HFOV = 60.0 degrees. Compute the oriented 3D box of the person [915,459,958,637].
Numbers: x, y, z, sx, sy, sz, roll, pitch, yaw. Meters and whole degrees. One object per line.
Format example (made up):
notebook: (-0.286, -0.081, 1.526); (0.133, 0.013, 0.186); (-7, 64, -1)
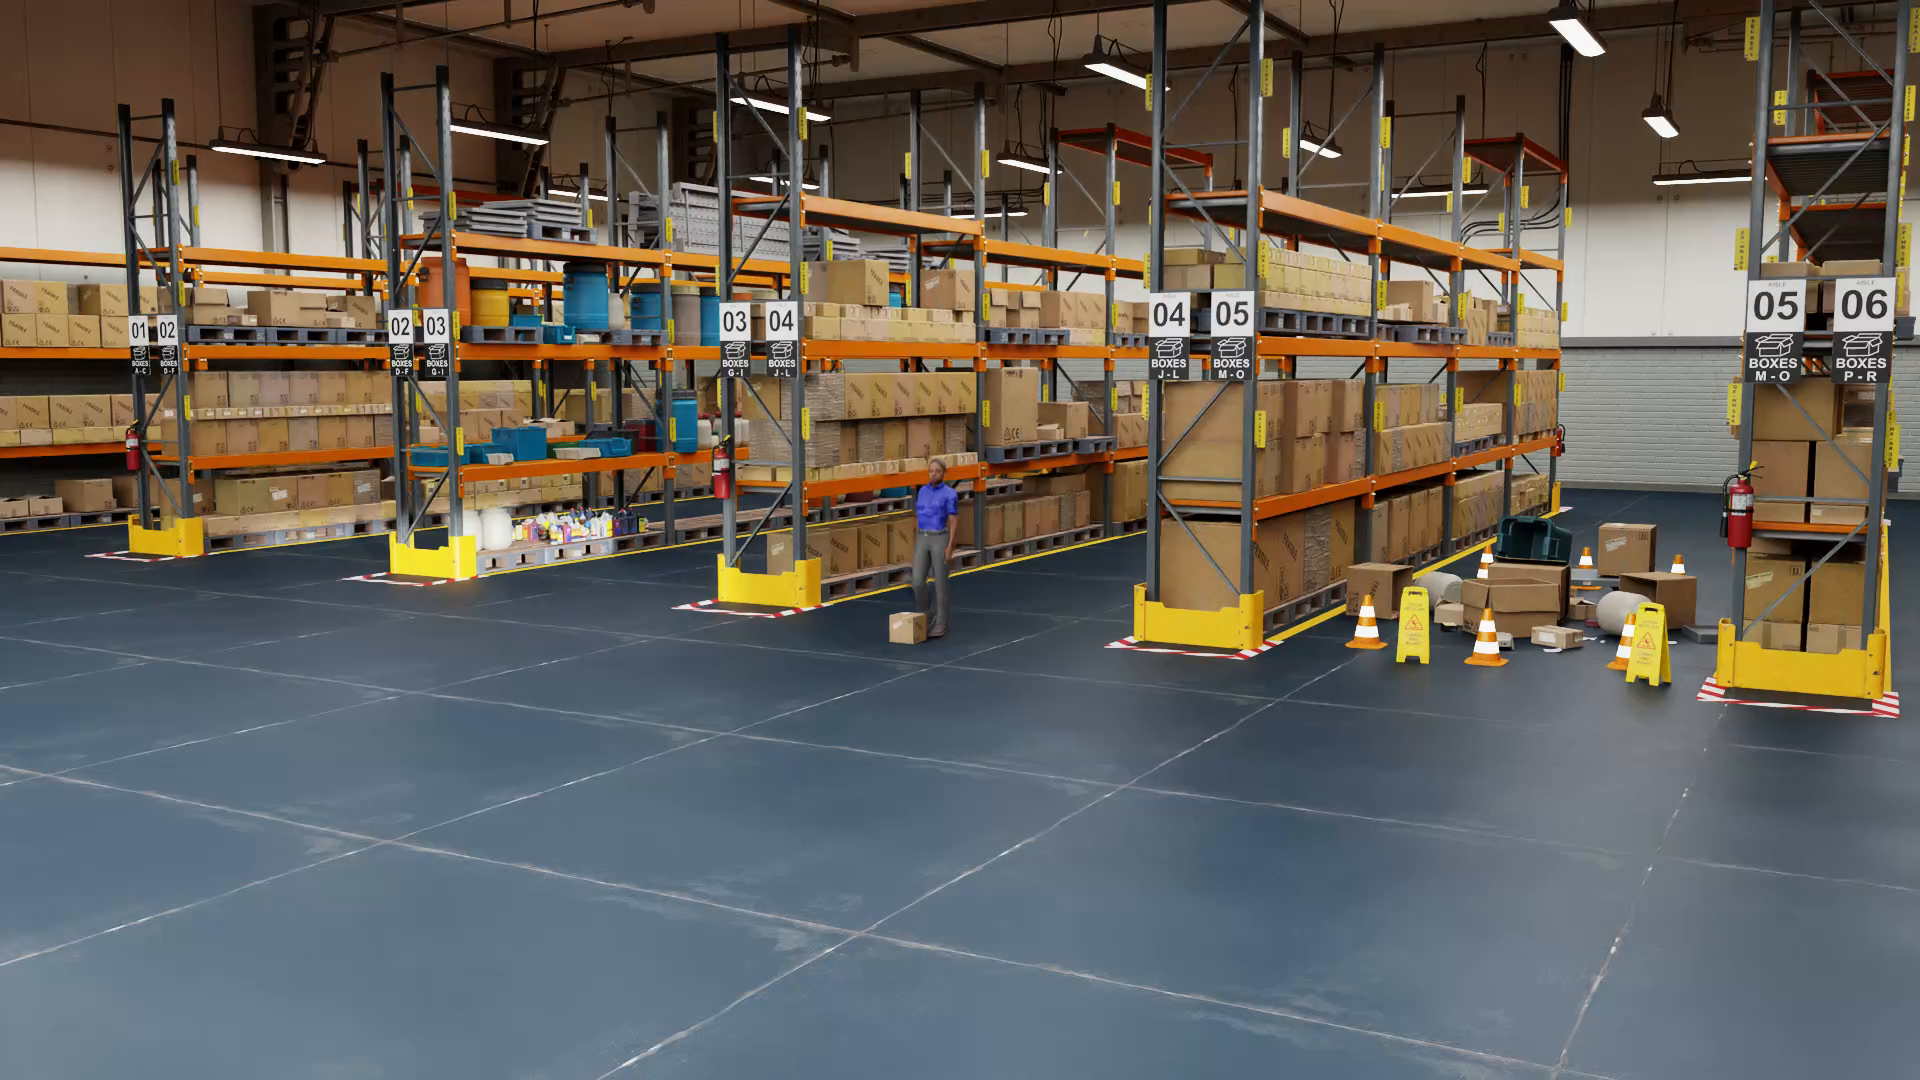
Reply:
person: (-0.246, 0.096, 15.719); (0.464, 1.718, 0.355); (3, 7, 30)
